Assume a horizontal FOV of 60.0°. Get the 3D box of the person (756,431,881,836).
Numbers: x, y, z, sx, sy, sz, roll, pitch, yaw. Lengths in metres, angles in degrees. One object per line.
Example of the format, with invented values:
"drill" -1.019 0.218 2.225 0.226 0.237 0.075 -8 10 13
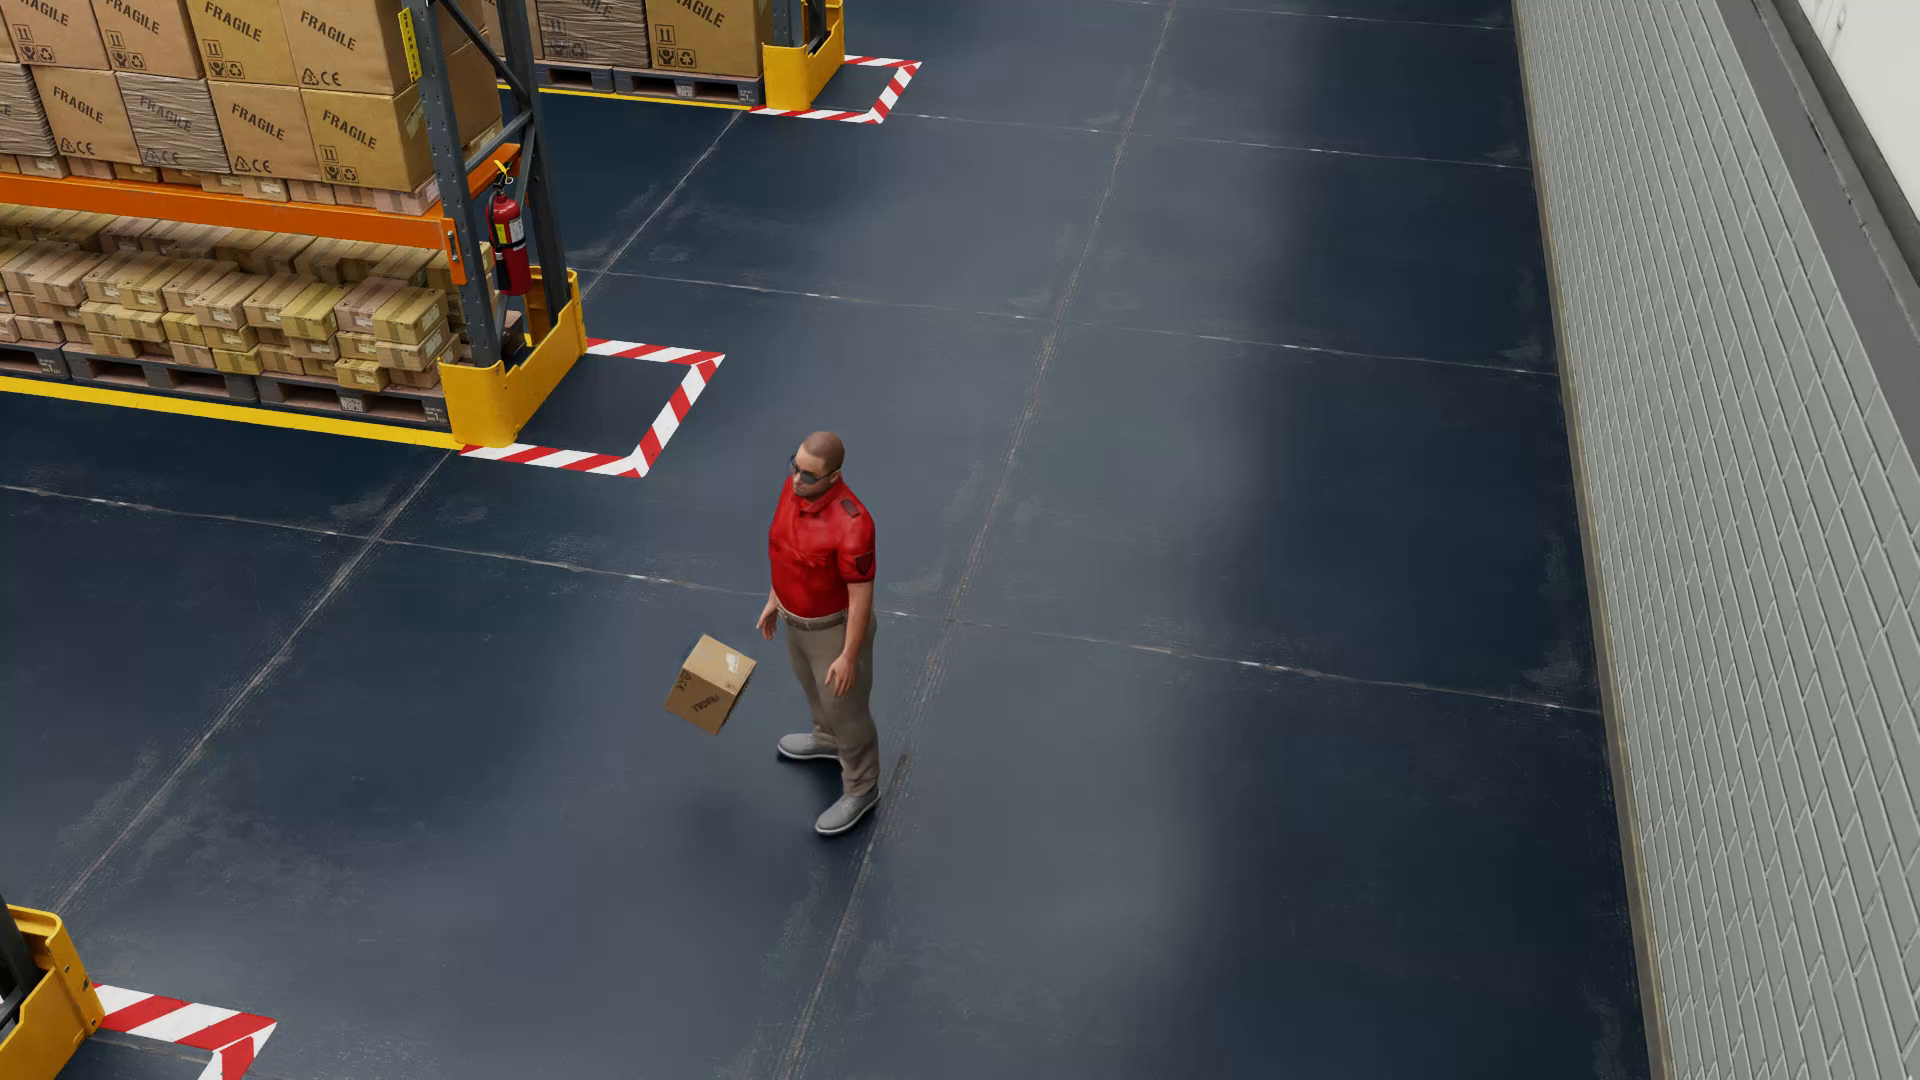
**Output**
"person" -0.555 0.331 6.494 0.381 1.736 0.649 -22 42 -27
